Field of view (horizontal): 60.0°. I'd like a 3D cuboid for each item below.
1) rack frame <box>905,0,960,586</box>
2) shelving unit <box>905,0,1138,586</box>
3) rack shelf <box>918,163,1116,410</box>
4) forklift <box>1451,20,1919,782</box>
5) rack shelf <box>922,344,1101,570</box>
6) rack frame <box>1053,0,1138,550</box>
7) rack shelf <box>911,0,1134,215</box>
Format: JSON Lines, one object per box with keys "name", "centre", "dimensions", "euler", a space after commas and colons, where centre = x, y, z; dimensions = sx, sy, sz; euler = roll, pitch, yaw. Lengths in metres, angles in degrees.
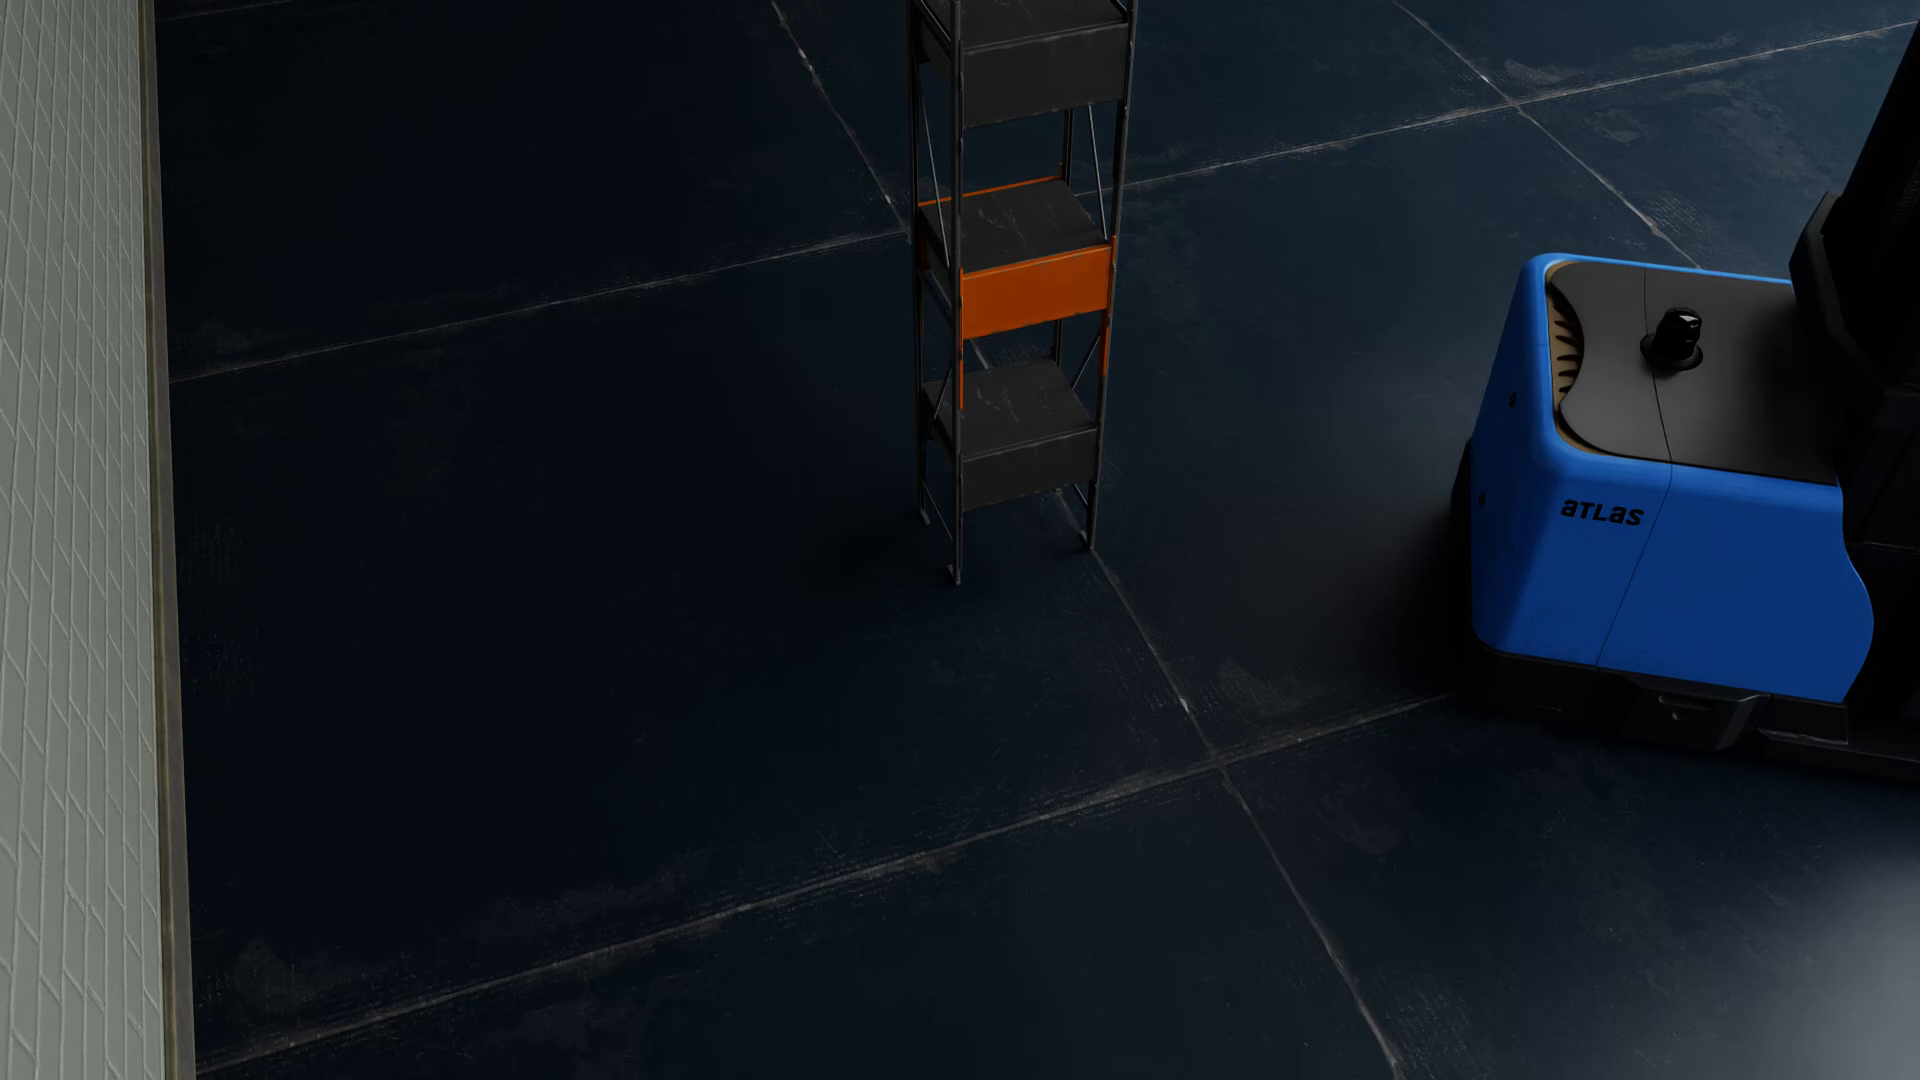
{"name": "rack frame", "centre": [-0.074, -0.722, 4.987], "dimensions": [0.015, 2.100, 0.400], "euler": [-14, 47, -14]}
{"name": "shelving unit", "centre": [0.156, -0.781, 5.046], "dimensions": [0.503, 2.100, 0.431], "euler": [-14, 47, -14]}
{"name": "rack shelf", "centre": [0.156, -0.771, 5.056], "dimensions": [0.480, 0.518, 0.431], "euler": [-14, 47, -14]}
{"name": "forklift", "centre": [3.111, -0.627, 4.305], "dimensions": [3.031, 2.935, 1.130], "euler": [8, 46, 8]}
{"name": "rack shelf", "centre": [0.156, -0.277, 5.551], "dimensions": [0.480, 0.518, 0.431], "euler": [-14, 47, -14]}
{"name": "rack frame", "centre": [0.385, -0.840, 5.104], "dimensions": [0.015, 2.100, 0.400], "euler": [-14, 47, -14]}
{"name": "rack shelf", "centre": [0.156, -1.266, 4.560], "dimensions": [0.480, 0.518, 0.431], "euler": [-14, 47, -14]}
